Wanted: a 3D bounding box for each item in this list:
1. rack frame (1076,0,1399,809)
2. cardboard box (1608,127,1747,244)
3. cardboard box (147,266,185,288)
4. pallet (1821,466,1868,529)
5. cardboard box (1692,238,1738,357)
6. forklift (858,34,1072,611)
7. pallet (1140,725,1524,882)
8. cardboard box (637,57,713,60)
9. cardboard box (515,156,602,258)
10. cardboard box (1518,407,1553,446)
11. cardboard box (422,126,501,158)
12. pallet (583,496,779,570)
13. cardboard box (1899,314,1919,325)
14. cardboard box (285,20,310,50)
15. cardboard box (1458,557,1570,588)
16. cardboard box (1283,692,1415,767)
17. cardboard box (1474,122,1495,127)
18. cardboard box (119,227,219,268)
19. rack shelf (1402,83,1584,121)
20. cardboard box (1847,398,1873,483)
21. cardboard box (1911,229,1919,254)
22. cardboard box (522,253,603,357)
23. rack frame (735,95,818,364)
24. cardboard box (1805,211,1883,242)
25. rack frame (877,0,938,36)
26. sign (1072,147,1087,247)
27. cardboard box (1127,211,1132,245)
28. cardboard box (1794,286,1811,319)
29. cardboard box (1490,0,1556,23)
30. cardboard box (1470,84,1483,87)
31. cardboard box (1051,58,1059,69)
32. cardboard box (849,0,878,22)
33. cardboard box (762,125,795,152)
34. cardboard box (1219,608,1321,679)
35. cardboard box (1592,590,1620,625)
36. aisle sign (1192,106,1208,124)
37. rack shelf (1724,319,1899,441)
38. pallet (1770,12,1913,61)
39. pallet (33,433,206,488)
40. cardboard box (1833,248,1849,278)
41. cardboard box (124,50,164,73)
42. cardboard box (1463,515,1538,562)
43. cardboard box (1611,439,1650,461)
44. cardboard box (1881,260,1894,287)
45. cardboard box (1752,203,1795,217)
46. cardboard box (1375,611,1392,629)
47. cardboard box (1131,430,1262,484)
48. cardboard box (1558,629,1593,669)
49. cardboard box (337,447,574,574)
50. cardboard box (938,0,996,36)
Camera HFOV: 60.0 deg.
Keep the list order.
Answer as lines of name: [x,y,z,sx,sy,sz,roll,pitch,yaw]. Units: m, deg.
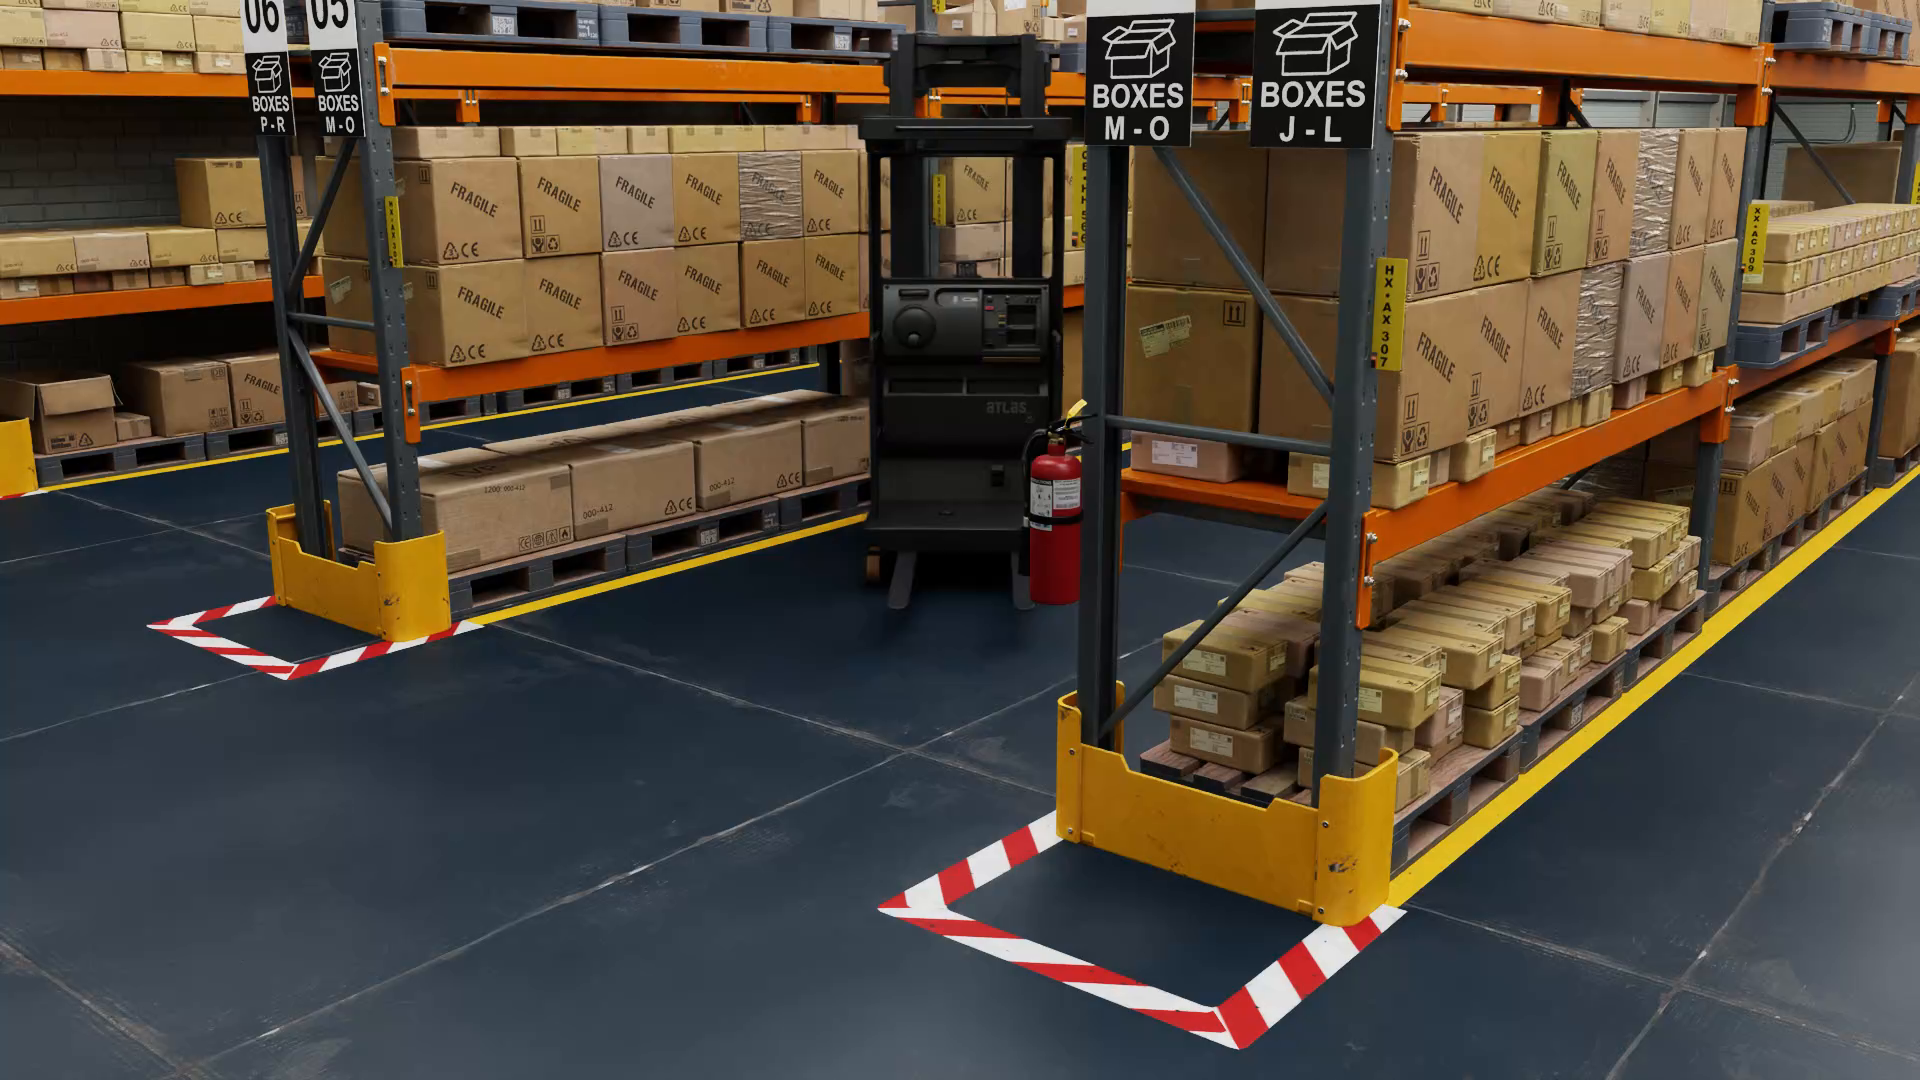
rack frame: [0.832,-0.326,5.313,1.000,3.000,0.127,11,18,38]
cardboard box: [3.261,-1.637,7.638,0.500,0.500,0.500,10,18,36]
cardboard box: [-5.893,-1.941,12.181,0.380,0.149,0.250,12,18,38]
pallet: [5.368,-0.357,11.099,1.003,0.211,1.213,11,18,38]
cardboard box: [3.262,-1.148,7.743,0.500,0.500,0.500,11,18,38]
forklift: [0.031,-1.249,9.085,1.130,2.935,3.031,0,14,1]
pallet: [1.418,0.861,6.305,1.003,0.211,1.213,11,18,38]
cardboard box: [-2.680,-4.425,15.662,0.500,0.250,0.500,11,18,38]
cardboard box: [-2.239,-1.753,8.699,0.500,0.500,0.500,11,18,36]
cardboard box: [2.052,-0.476,6.413,0.380,0.149,0.250,11,18,36]
cardboard box: [-2.533,-2.006,8.377,0.380,0.149,0.250,12,18,39]
pallet: [-1.873,-0.119,10.162,1.003,0.211,1.213,11,18,38]
cardboard box: [7.445,-1.420,13.337,1.050,0.750,0.750,11,18,38]
cardboard box: [-5.188,-3.803,12.608,0.500,0.250,0.500,12,18,39]
cardboard box: [2.321,0.198,6.979,0.380,0.149,0.250,11,18,38]
cardboard box: [1.361,0.648,5.815,0.380,0.149,0.250,12,19,40]
cardboard box: [5.244,-4.193,17.698,0.700,0.500,0.500,11,18,38]
cardboard box: [-5.817,-2.151,12.197,0.500,0.250,0.500,11,18,36]
rack shelf: [5.718,-4.859,18.526,1.077,0.370,4.000,11,18,38]
cardboard box: [5.650,-0.683,10.945,0.500,0.500,0.500,11,18,37]
cardboard box: [5.904,-1.919,10.637,0.380,0.149,0.250,12,18,39]
cardboard box: [-2.260,-1.270,8.825,0.500,0.500,0.500,11,18,37]
rack frame: [-1.916,-3.372,17.304,1.000,3.000,0.127,11,18,38]
cardboard box: [5.095,-1.816,9.628,0.380,0.149,0.250,12,19,40]
rack frame: [-0.567,-4.746,10.529,1.000,3.000,0.127,11,18,38]
sign: [0.413,-1.130,5.485,0.100,0.325,0.005,11,18,38]
cardboard box: [1.215,-2.442,12.933,0.500,0.250,0.500,11,18,36]
cardboard box: [4.121,-1.232,8.537,0.380,0.149,0.250,12,18,38]
cardboard box: [1.648,-1.854,5.539,0.500,0.250,0.500,12,19,39]
cardboard box: [5.314,-4.872,17.628,0.380,0.149,0.250,12,19,39]
cardboard box: [1.116,-5.761,20.071,0.380,0.149,0.250,12,18,39]
cardboard box: [-0.720,-3.307,10.175,0.396,0.266,0.258,12,19,39]
cardboard box: [-1.202,-2.393,9.899,0.380,0.149,0.250,11,18,37]
cardboard box: [1.171,0.384,6.247,0.380,0.149,0.250,12,18,39]
cardboard box: [2.702,0.244,7.403,0.380,0.149,0.250,12,18,39]
aisle sign: [3.381,-6.131,22.886,0.394,0.787,0.004,11,18,38]
rack shelf: [4.603,-1.126,9.925,1.077,0.370,4.000,11,18,38]
pallet: [4.467,-2.755,9.167,1.213,0.211,1.003,11,18,38]
pallet: [-6.396,-0.656,12.276,1.003,0.211,1.213,11,18,38]
cardboard box: [4.606,-1.523,9.081,0.380,0.149,0.250,12,19,40]
cardboard box: [-5.849,-3.381,11.757,0.380,0.149,0.250,11,18,37]
cardboard box: [2.483,-0.015,7.819,0.380,0.149,0.250,11,18,36]
cardboard box: [3.618,-0.629,9.208,0.500,0.250,0.500,11,18,36]
cardboard box: [5.430,-1.630,10.106,0.380,0.149,0.250,11,18,37]
cardboard box: [5.095,-2.071,10.633,0.380,0.149,0.250,11,18,37]
cardboard box: [1.583,0.362,6.939,0.380,0.149,0.250,12,18,38]
cardboard box: [0.817,-0.310,5.762,0.380,0.149,0.250,11,18,38]
cardboard box: [2.498,0.452,7.189,0.380,0.149,0.250,12,18,39]
cardboard box: [-2.744,-0.176,9.075,0.875,0.438,0.875,11,18,36]
cardboard box: [0.019,-3.472,11.027,0.396,0.266,0.258,11,18,37]
